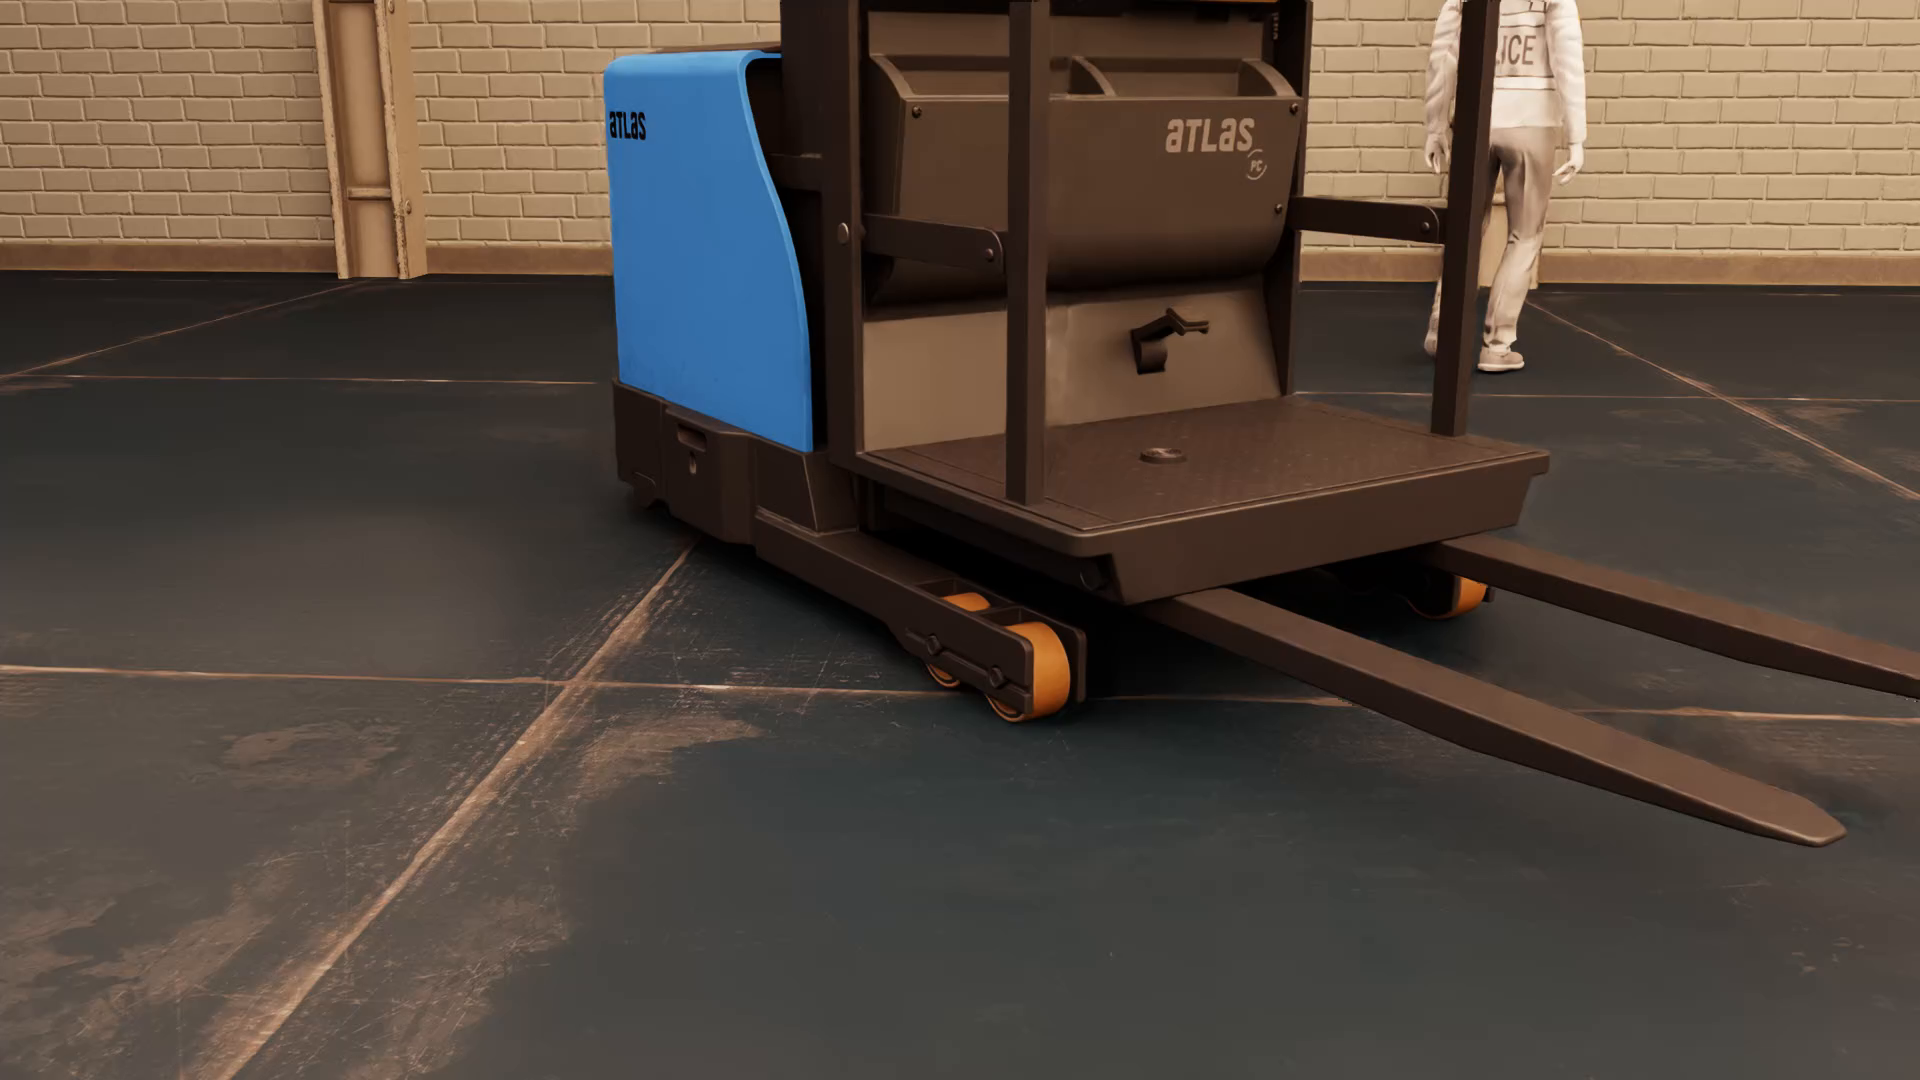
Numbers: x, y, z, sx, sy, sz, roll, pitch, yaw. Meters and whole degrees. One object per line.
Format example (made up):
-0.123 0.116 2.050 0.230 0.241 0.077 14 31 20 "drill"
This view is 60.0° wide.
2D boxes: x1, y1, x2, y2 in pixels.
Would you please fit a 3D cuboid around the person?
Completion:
1.975 -1.449 6.003 0.611 1.653 0.440 12 19 37 "person"

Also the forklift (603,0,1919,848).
0.374 -1.256 2.848 1.130 2.935 3.031 -10 18 -32 "forklift"
